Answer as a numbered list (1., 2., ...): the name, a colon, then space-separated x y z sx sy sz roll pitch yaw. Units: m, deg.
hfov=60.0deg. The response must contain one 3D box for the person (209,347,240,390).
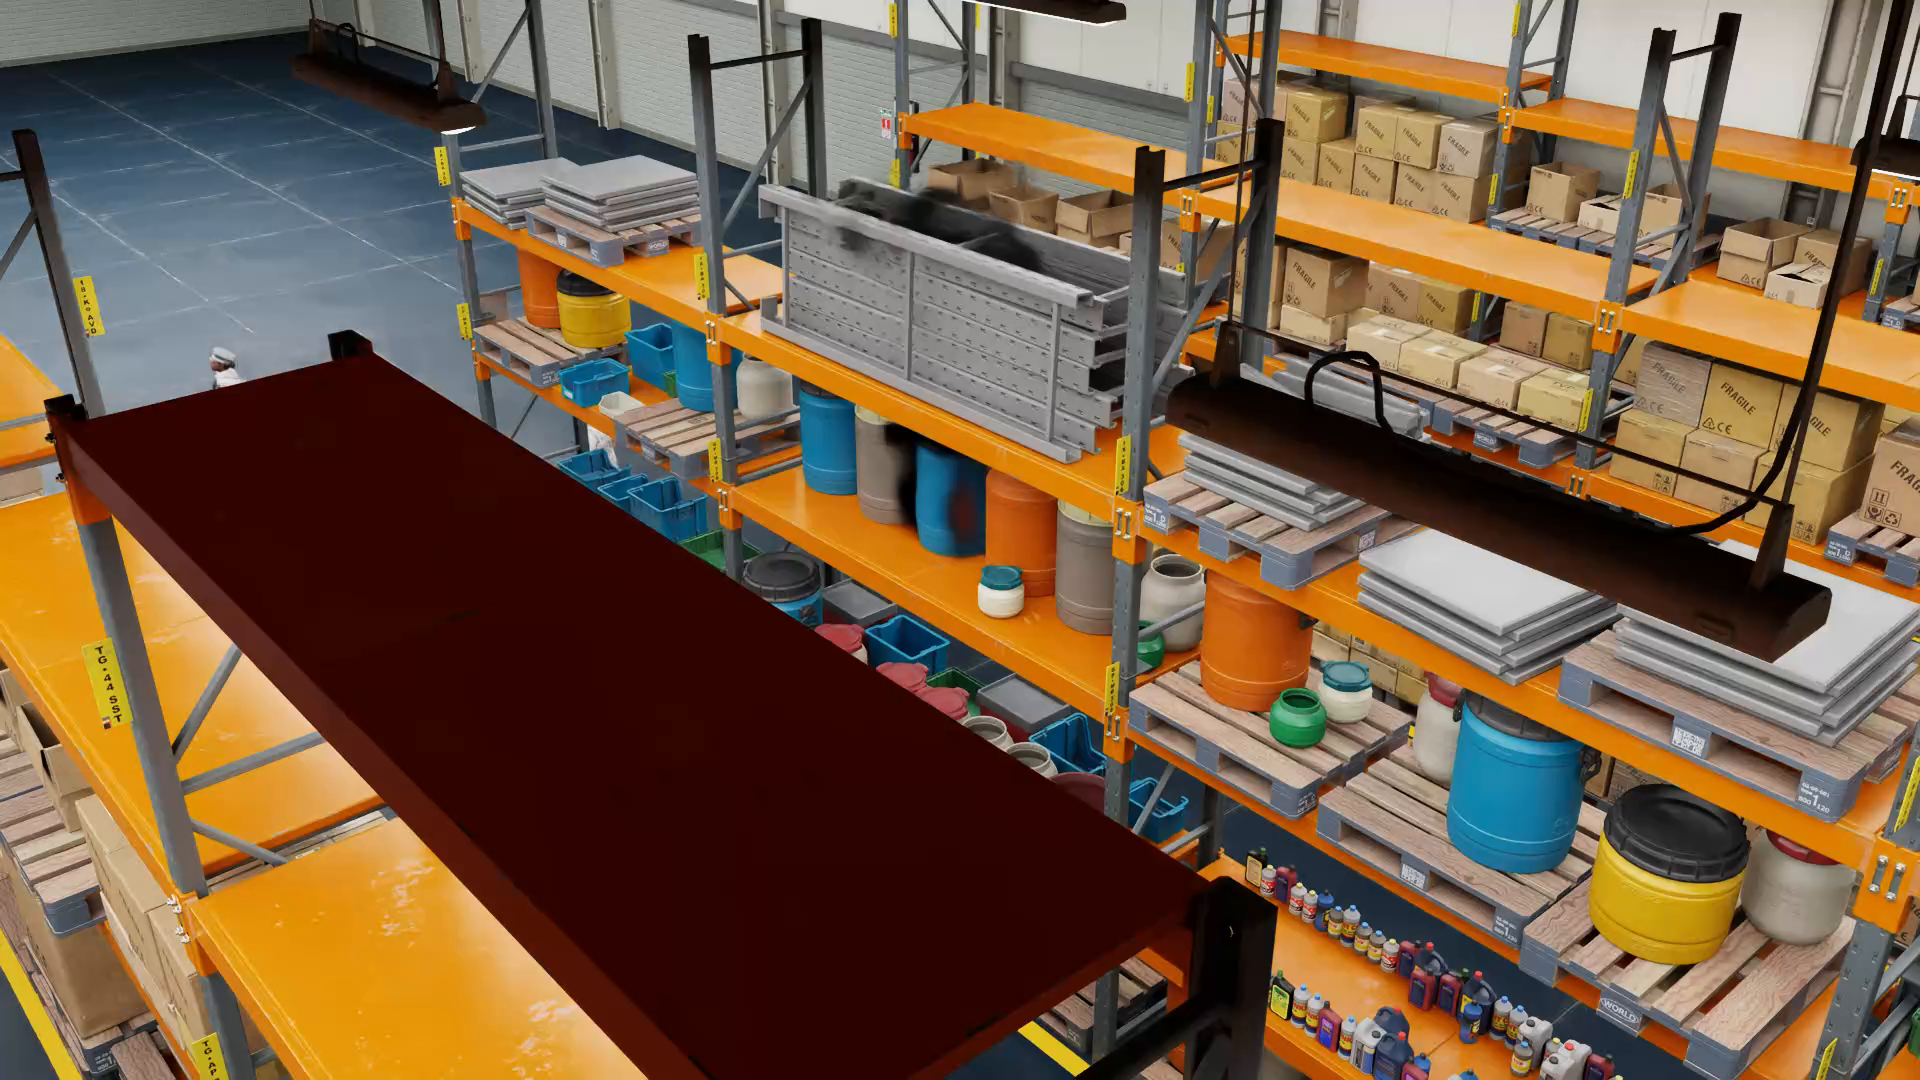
1. person: -8.049 -1.351 18.407 0.584 1.650 0.573 -7 28 -14

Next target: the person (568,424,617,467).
1. person: -3.752 -0.732 17.099 0.582 1.726 0.691 1 27 2
